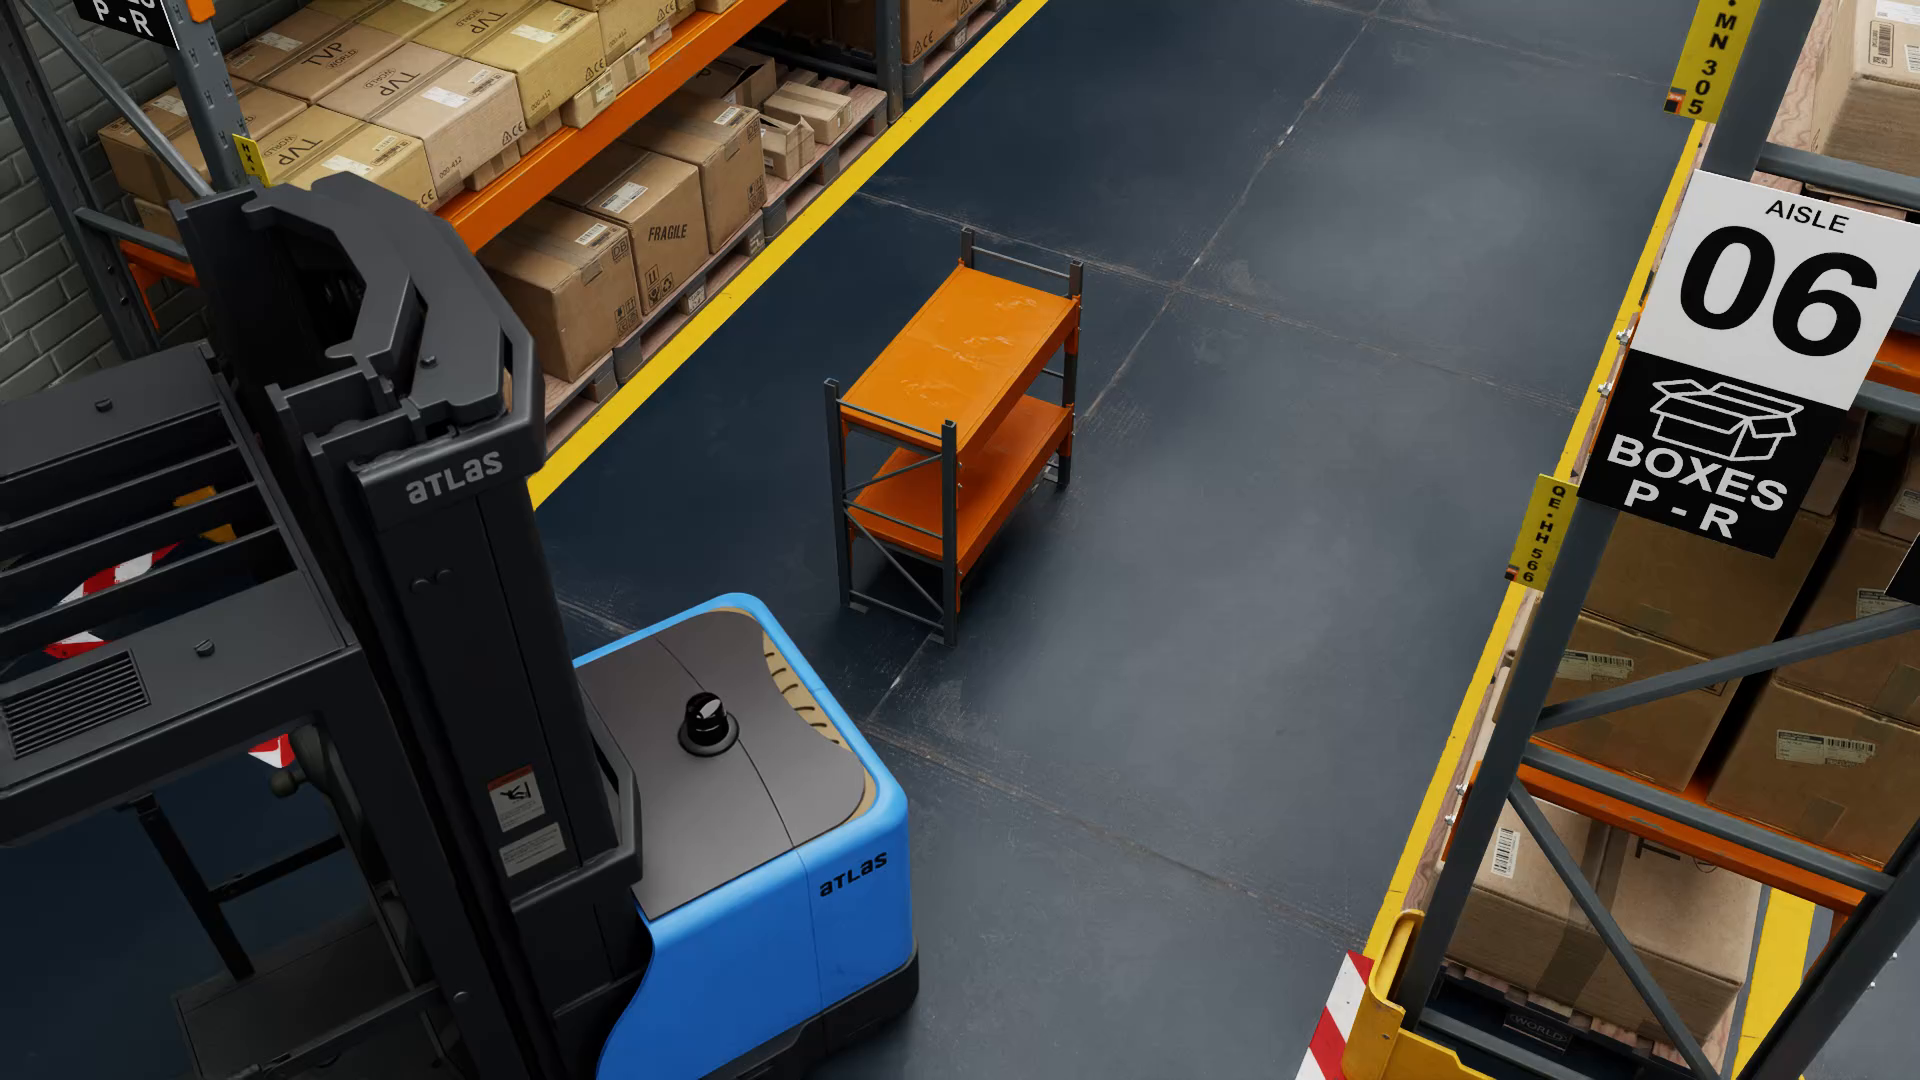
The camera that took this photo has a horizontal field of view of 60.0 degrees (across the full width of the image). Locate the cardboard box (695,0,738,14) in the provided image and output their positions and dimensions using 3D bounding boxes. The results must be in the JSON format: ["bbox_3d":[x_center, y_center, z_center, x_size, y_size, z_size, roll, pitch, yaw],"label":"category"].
[{"bbox_3d":[-1.143,-2.447,7.236,0.380,0.149,0.250,20,49,18],"label":"cardboard box"}]

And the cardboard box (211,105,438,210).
[{"bbox_3d":[-2.186,-1.218,5.741,0.500,0.250,0.500,21,49,19],"label":"cardboard box"}]

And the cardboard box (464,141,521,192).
[{"bbox_3d":[-1.900,-1.489,6.289,0.380,0.149,0.250,22,49,20],"label":"cardboard box"}]

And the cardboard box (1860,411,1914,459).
[{"bbox_3d":[2.232,-0.268,3.677,0.380,0.149,0.250,22,49,20],"label":"cardboard box"}]

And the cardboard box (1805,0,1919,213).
[{"bbox_3d":[1.892,-0.831,3.093,0.500,0.250,0.500,16,48,15],"label":"cardboard box"}]

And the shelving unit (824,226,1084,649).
[{"bbox_3d":[-0.003,-0.391,6.346,0.538,1.125,1.048,20,49,19],"label":"shelving unit"}]

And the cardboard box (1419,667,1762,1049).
[{"bbox_3d":[1.981,0.971,5.187,0.875,0.438,0.875,19,48,18],"label":"cardboard box"}]

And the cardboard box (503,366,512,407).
[{"bbox_3d":[-2.036,-0.724,7.065,0.380,0.149,0.250,19,48,18],"label":"cardboard box"}]

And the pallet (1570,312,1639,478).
[{"bbox_3d":[3.197,-0.419,7.016,1.003,0.211,1.213,20,49,19],"label":"pallet"}]

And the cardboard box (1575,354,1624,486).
[{"bbox_3d":[2.818,-0.175,6.321,0.875,0.438,0.875,19,48,18],"label":"cardboard box"}]

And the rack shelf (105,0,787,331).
[{"bbox_3d":[-1.707,-1.976,7.100,1.077,0.370,4.000,20,49,19],"label":"rack shelf"}]

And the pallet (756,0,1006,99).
[{"bbox_3d":[-0.434,-3.034,9.600,1.003,0.211,1.213,20,49,19],"label":"pallet"}]

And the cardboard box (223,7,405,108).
[{"bbox_3d":[-2.416,-1.723,6.240,0.500,0.250,0.500,21,49,19],"label":"cardboard box"}]

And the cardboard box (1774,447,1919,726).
[{"bbox_3d":[2.238,0.072,3.796,0.500,0.500,0.500,19,48,18],"label":"cardboard box"}]

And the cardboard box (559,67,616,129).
[{"bbox_3d":[-1.598,-1.793,6.589,0.380,0.149,0.250,19,48,18],"label":"cardboard box"}]

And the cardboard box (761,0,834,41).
[{"bbox_3d":[-0.812,-3.165,9.231,0.500,0.500,0.500,20,49,19],"label":"cardboard box"}]

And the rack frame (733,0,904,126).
[{"bbox_3d":[-0.778,-3.489,8.090,1.000,3.000,0.127,20,49,19],"label":"rack frame"}]

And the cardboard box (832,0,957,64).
[{"bbox_3d":[-0.355,-2.989,9.057,0.500,0.500,0.500,22,49,21],"label":"cardboard box"}]

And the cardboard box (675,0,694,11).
[{"bbox_3d":[-1.261,-2.509,7.017,0.500,0.250,0.500,20,49,19],"label":"cardboard box"}]

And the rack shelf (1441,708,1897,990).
[{"bbox_3d":[2.691,-0.340,5.483,1.077,0.370,4.000,20,49,19],"label":"rack shelf"}]

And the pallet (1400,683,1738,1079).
[{"bbox_3d":[2.065,1.118,5.497,1.003,0.211,1.213,20,49,19],"label":"pallet"}]

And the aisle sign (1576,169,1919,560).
[{"bbox_3d":[1.455,-0.304,3.113,0.394,0.787,0.004,20,49,19],"label":"aisle sign"}]

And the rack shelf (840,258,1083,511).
[{"bbox_3d":[-0.003,-0.597,6.138,0.538,0.278,1.000,20,49,19],"label":"rack shelf"}]

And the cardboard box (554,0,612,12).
[{"bbox_3d":[-1.490,-2.427,6.409,0.500,0.500,0.500,22,49,20],"label":"cardboard box"}]

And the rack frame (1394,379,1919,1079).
[{"bbox_3d":[1.763,0.667,3.982,1.000,3.000,0.127,20,49,19],"label":"rack frame"}]

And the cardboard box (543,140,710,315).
[{"bbox_3d":[-1.502,-1.418,7.505,0.500,0.500,0.500,21,49,20],"label":"cardboard box"}]

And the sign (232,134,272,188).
[{"bbox_3d":[-2.155,-1.095,5.114,0.100,0.325,0.005,20,49,19],"label":"sign"}]

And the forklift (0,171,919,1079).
[{"bbox_3d":[-1.648,0.712,3.986,3.031,2.935,1.130,-24,50,-22],"label":"forklift"}]

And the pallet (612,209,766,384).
[{"bbox_3d":[-1.663,-1.305,7.892,1.003,0.211,1.213,20,49,19],"label":"pallet"}]

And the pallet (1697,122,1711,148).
[{"bbox_3d":[4.476,-2.155,8.731,1.003,0.211,1.213,20,49,19],"label":"pallet"}]

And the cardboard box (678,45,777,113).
[{"bbox_3d":[-1.294,-2.354,8.562,0.500,0.311,0.500,22,49,20],"label":"cardboard box"}]

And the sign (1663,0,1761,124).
[{"bbox_3d":[1.289,-0.859,2.814,0.100,0.325,0.005,20,49,19],"label":"sign"}]

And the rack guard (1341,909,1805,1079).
[{"bbox_3d":[1.752,1.561,4.856,1.175,0.500,0.348,20,49,19],"label":"rack guard"}]

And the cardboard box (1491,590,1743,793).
[{"bbox_3d":[1.752,0.241,4.333,0.500,0.500,0.500,21,49,19],"label":"cardboard box"}]

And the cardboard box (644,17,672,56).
[{"bbox_3d":[-1.435,-2.151,6.943,0.380,0.149,0.250,20,49,19],"label":"cardboard box"}]

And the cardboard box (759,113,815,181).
[{"bbox_3d":[-0.943,-2.003,8.248,0.396,0.266,0.258,22,49,20],"label":"cardboard box"}]

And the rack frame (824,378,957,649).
[{"bbox_3d":[-0.239,-0.071,6.029,0.500,1.125,0.032,20,49,19],"label":"rack frame"}]

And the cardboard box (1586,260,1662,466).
[{"bbox_3d":[1.992,-0.441,4.303,0.500,0.500,0.500,21,49,19],"label":"cardboard box"}]

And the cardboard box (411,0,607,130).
[{"bbox_3d":[-1.720,-1.856,6.372,0.500,0.250,0.500,20,49,18],"label":"cardboard box"}]
